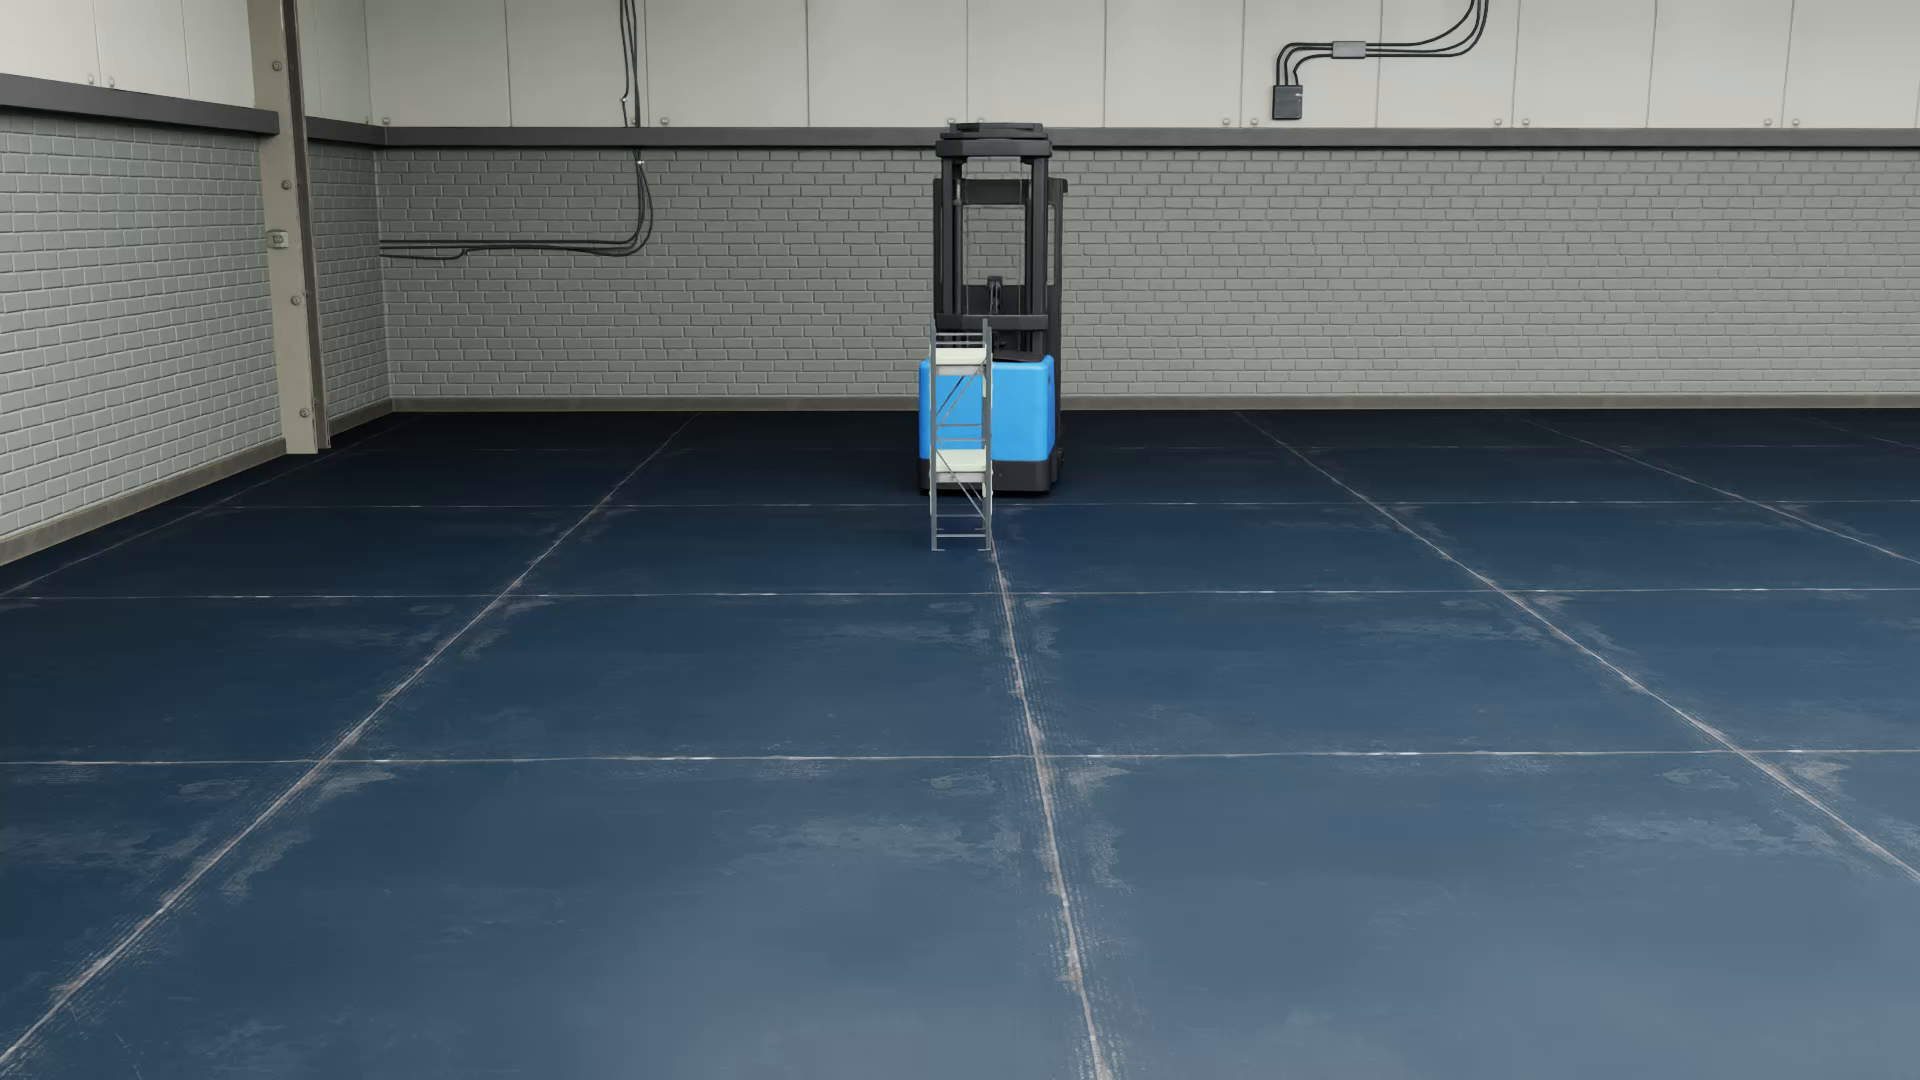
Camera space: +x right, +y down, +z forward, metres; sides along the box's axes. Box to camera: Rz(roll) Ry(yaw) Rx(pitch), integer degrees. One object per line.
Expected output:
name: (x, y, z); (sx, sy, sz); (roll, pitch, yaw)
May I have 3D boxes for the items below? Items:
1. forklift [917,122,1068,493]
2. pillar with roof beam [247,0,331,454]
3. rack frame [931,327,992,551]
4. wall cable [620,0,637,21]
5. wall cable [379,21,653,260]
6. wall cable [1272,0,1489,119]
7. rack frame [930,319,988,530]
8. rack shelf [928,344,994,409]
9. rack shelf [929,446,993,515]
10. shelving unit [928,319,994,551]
forklift: (0.347, -2.058, 14.333); (1.130, 2.935, 3.031); (1, 12, 7)
pillar with roof beam: (-1.873, -5.275, 14.926); (9.100, 9.000, 0.400); (0, 11, -1)
rack frame: (0.007, -0.664, 11.058); (0.400, 1.500, 0.023); (0, 11, -1)
wall cable: (-2.212, -6.813, 17.614); (3.097, 2.526, 0.112); (0, 11, -1)
wall cable: (-4.916, -4.326, 18.061); (3.097, 2.526, 0.112); (0, 11, -1)
wall cable: (4.575, -7.551, 17.591); (2.305, 6.003, 0.169); (0, 11, -1)
rack frame: (-0.008, -0.809, 11.775); (0.400, 1.500, 0.023); (0, 11, -1)
rack shelf: (0.000, -1.119, 11.339); (0.431, 0.370, 0.720); (0, 11, -1)
rack shelf: (0.000, -0.417, 11.481); (0.431, 0.370, 0.720); (0, 11, -1)
shelving unit: (0.000, -0.736, 11.417); (0.431, 1.500, 0.755); (0, 11, -1)
